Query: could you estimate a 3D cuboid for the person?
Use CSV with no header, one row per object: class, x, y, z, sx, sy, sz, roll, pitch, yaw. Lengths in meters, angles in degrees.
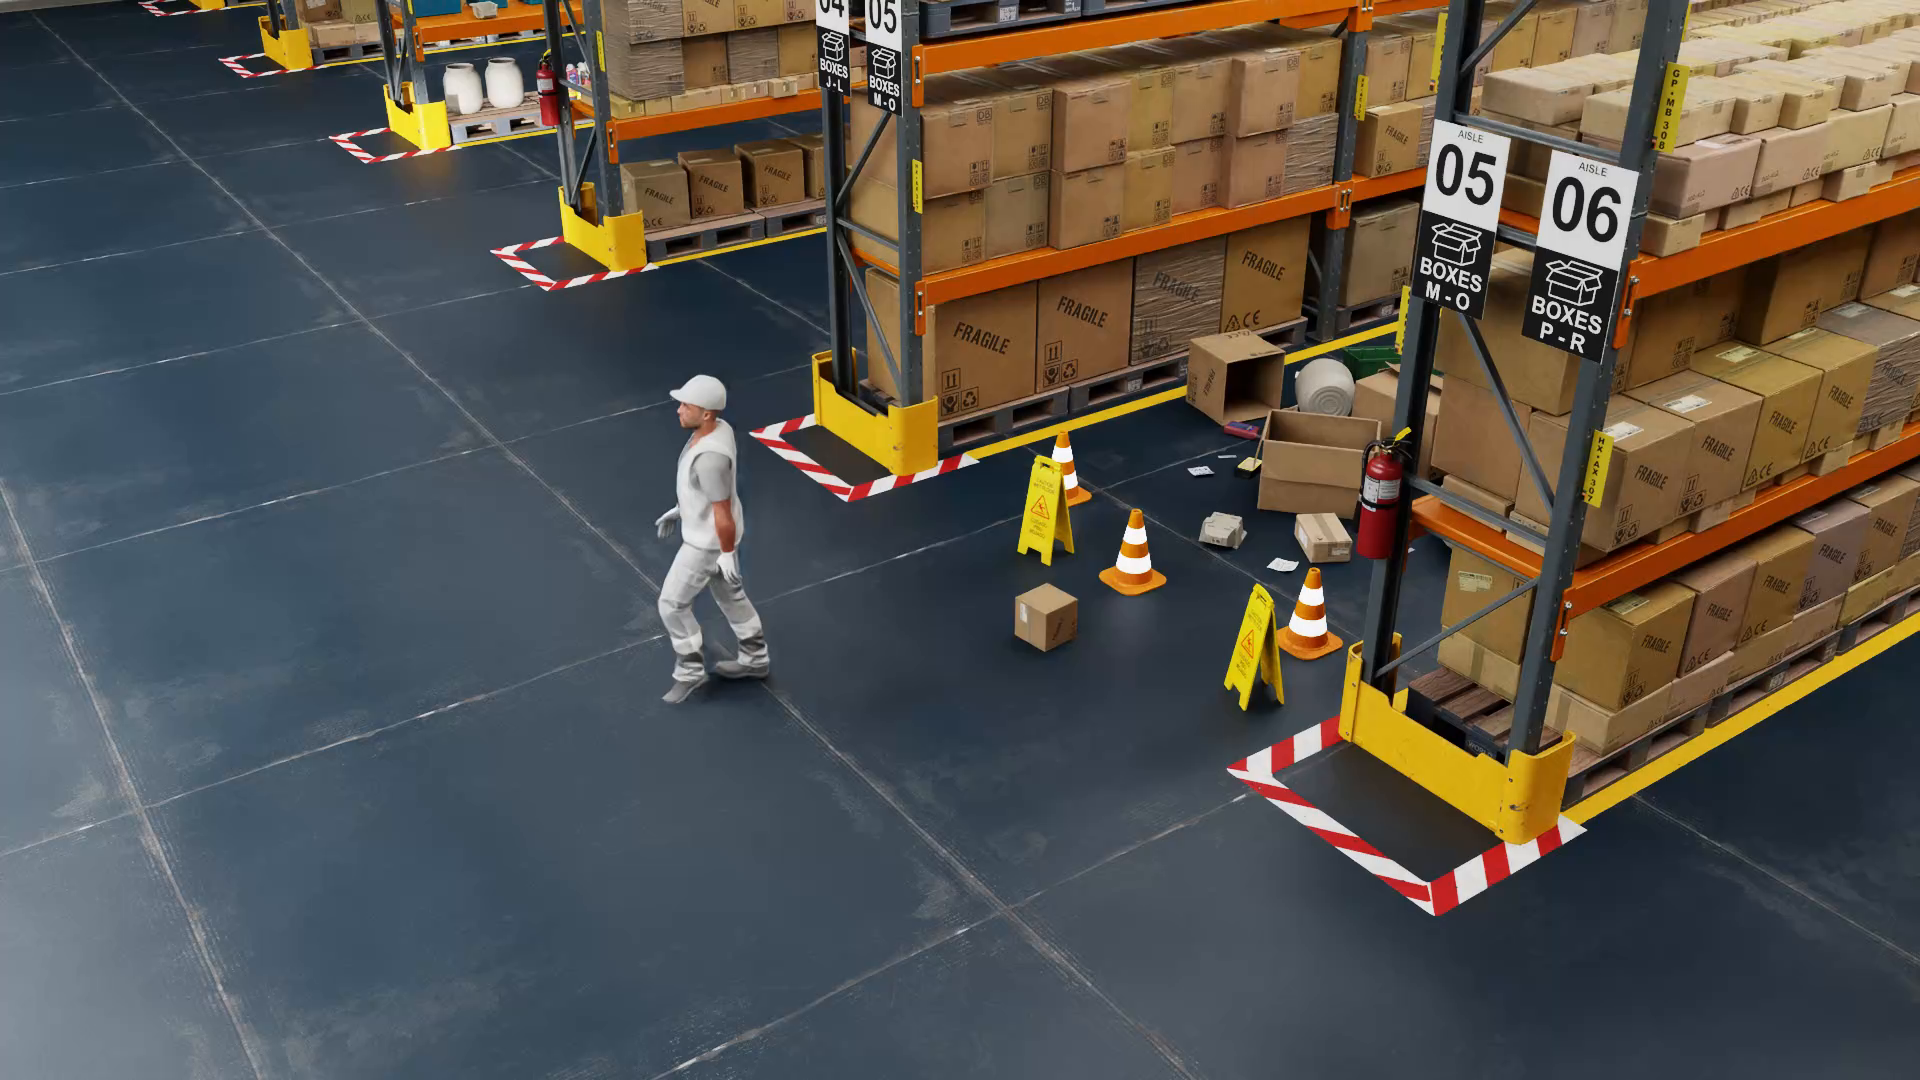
person,-1.319,0.017,8.597,0.584,1.853,0.540,-1,28,-2
